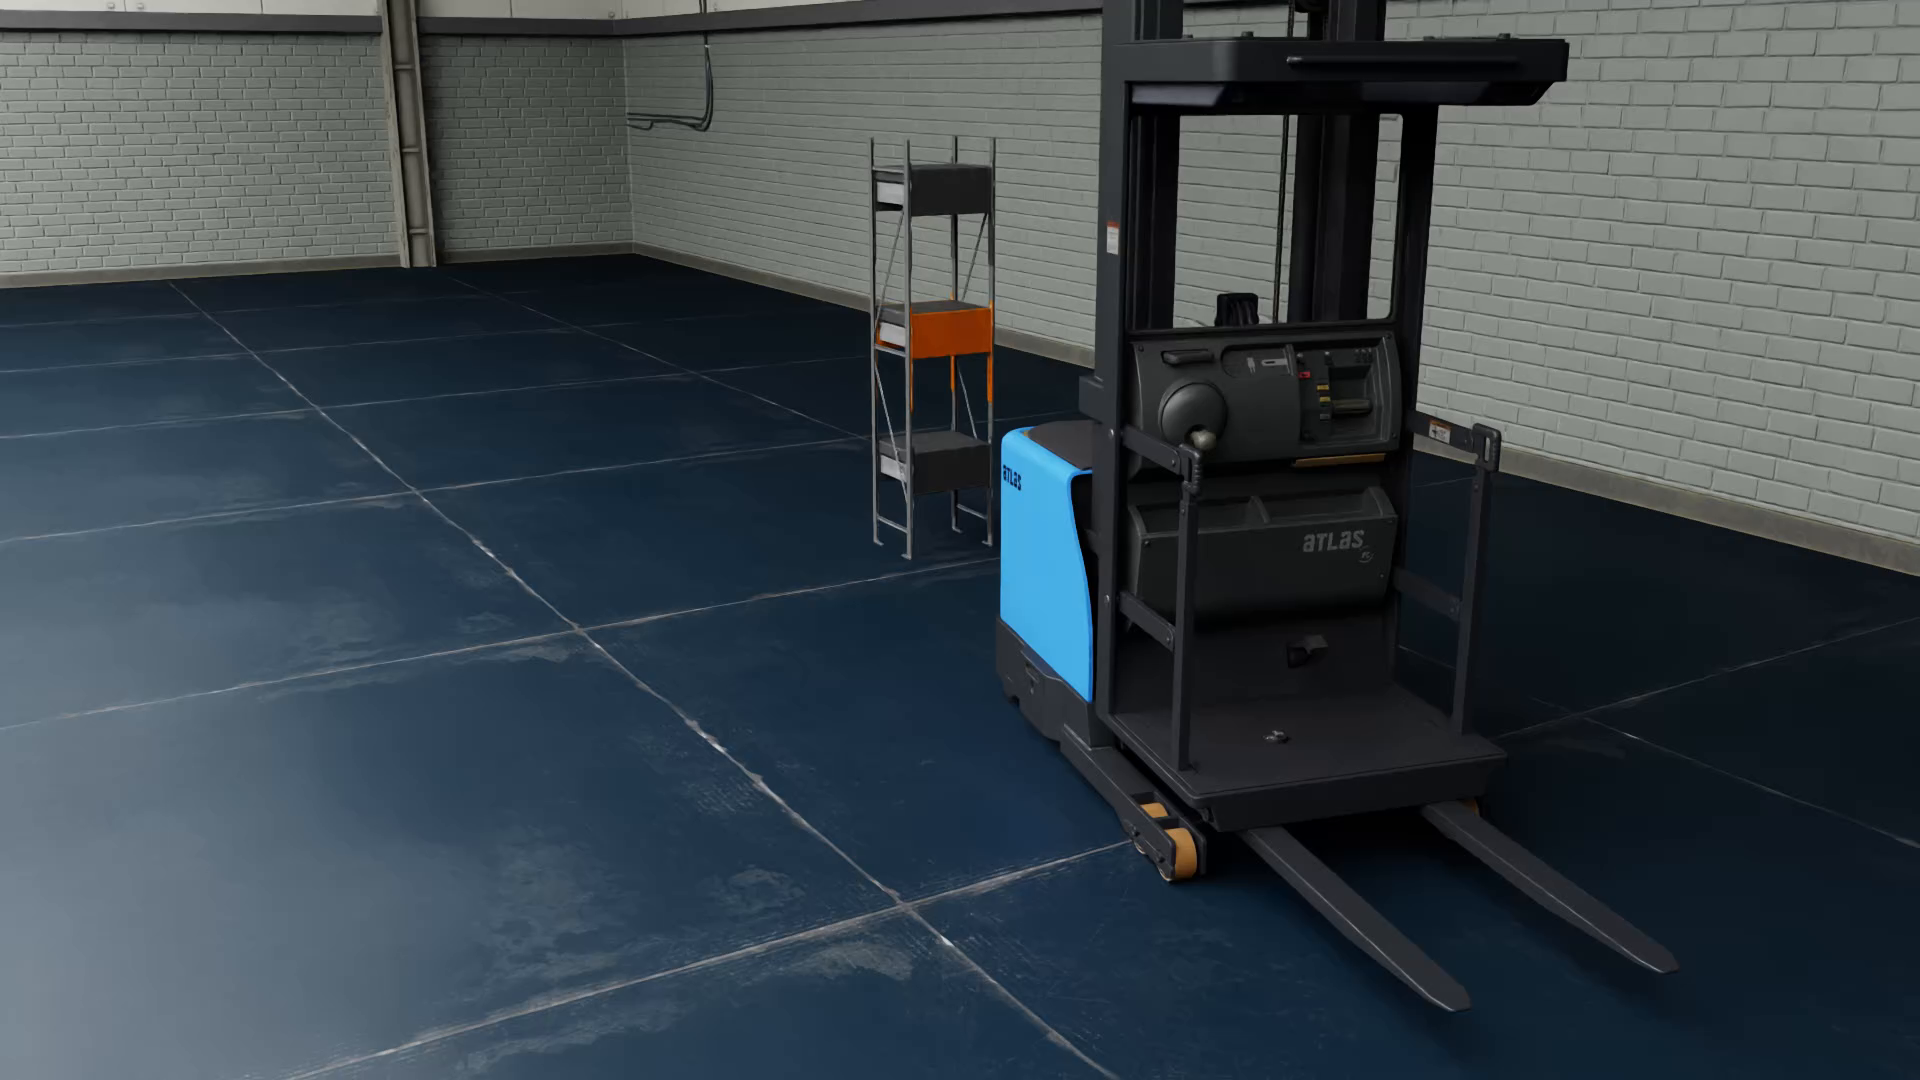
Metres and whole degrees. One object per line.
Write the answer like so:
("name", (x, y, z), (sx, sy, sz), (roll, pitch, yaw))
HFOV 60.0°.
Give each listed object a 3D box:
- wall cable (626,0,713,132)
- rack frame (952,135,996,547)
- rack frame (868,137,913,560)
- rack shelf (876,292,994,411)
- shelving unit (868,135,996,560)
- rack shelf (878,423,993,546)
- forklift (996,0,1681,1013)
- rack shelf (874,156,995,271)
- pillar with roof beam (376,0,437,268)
("wall cable", (-3.824, -6.498, 21.173), (0.112, 2.526, 3.097), (-9, 18, -30))
("rack frame", (0.067, -1.022, 8.665), (0.015, 2.100, 0.400), (-9, 18, -30))
("rack frame", (-0.351, -0.954, 8.423), (0.015, 2.100, 0.400), (-9, 18, -30))
("rack shelf", (-0.142, -0.975, 8.548), (0.480, 0.518, 0.431), (-9, 18, -30))
("shelving unit", (-0.142, -0.988, 8.544), (0.503, 2.100, 0.431), (-9, 18, -30))
("rack shelf", (-0.142, -0.301, 8.737), (0.480, 0.518, 0.431), (-9, 18, -30))
("forklift", (1.064, -0.474, 5.172), (1.130, 2.935, 3.031), (-5, 16, -16))
("rack shelf", (-0.142, -1.649, 8.359), (0.480, 0.518, 0.431), (-9, 18, -30))
("pillar with roof beam", (-4.813, -6.894, 16.831), (0.400, 9.000, 9.100), (-9, 18, -30))
